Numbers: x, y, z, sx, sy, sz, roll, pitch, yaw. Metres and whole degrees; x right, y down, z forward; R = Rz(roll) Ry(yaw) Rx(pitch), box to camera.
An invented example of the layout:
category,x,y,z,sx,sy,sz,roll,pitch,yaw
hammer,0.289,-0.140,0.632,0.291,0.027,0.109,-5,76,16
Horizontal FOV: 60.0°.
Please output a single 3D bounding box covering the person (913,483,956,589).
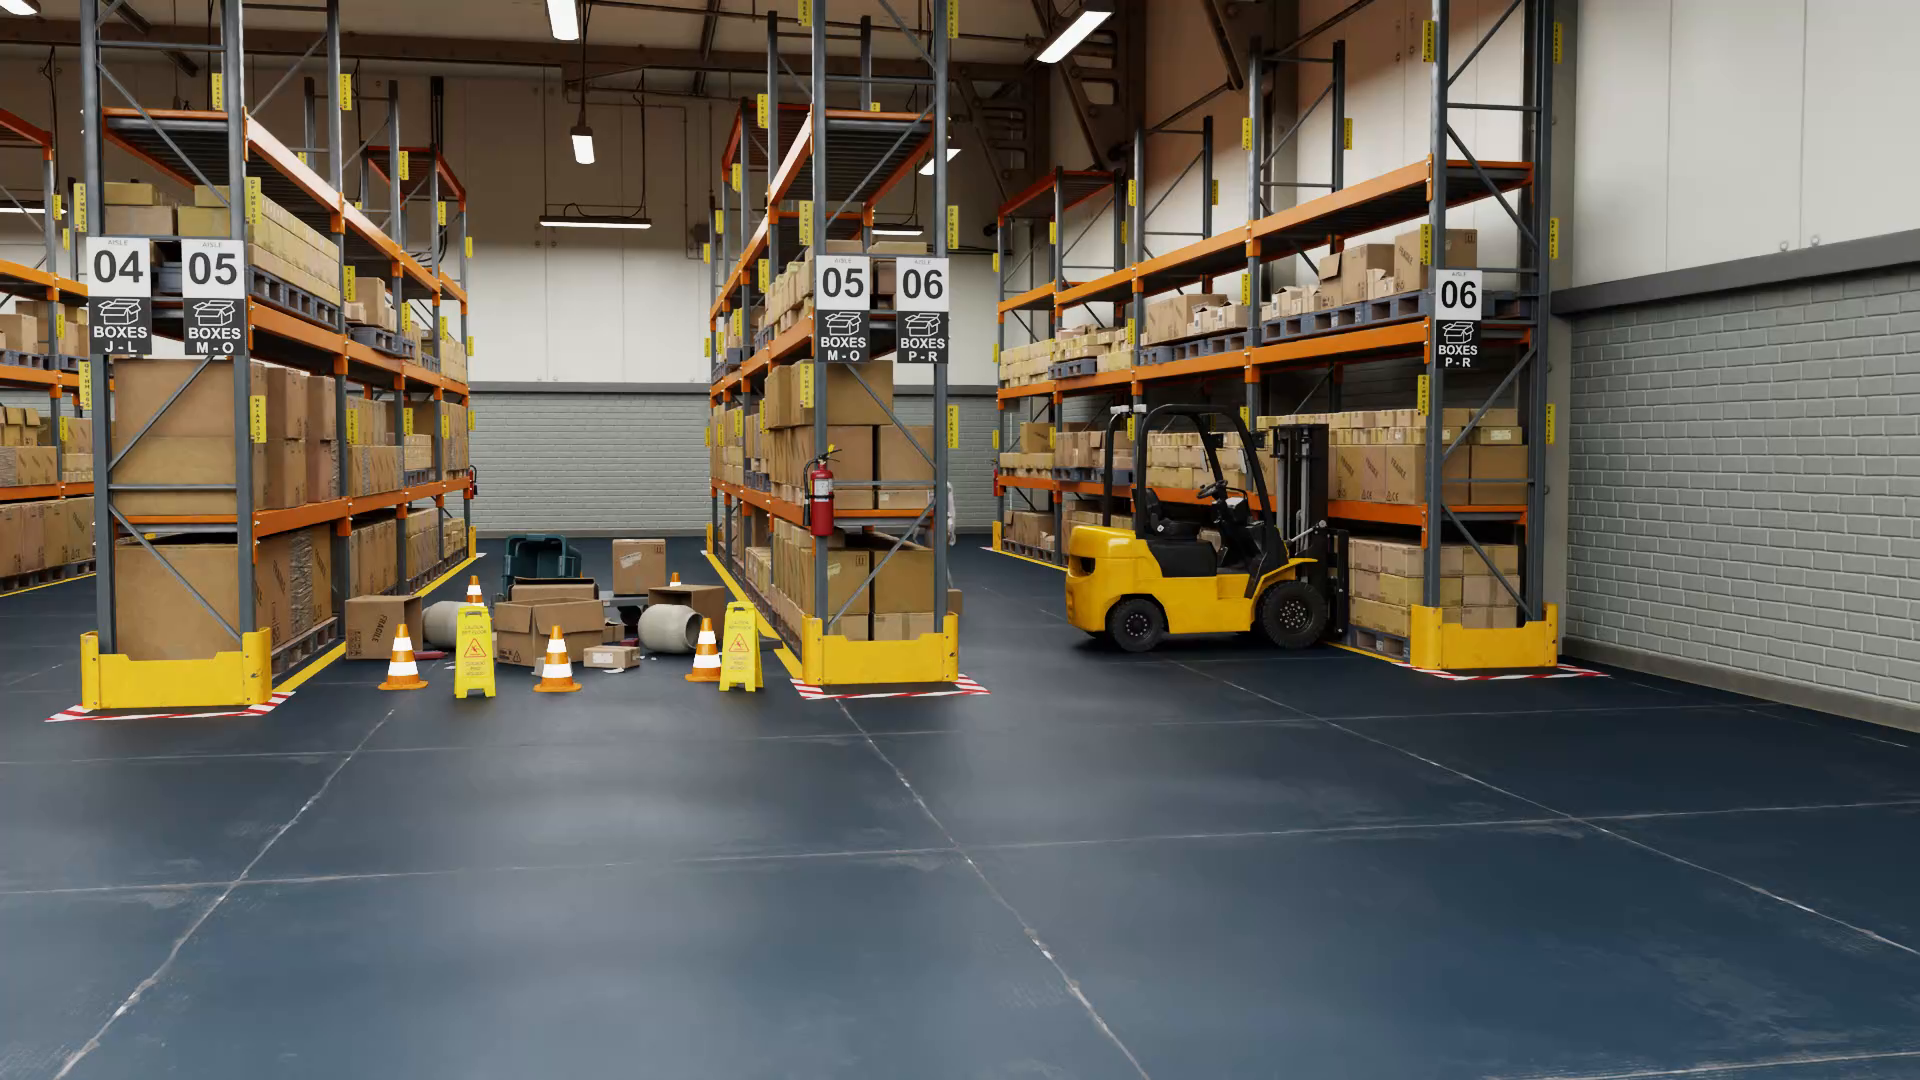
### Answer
category,x,y,z,sx,sy,sz,roll,pitch,yaw
person,-0.270,-0.090,18.392,0.642,1.649,0.530,3,4,40
